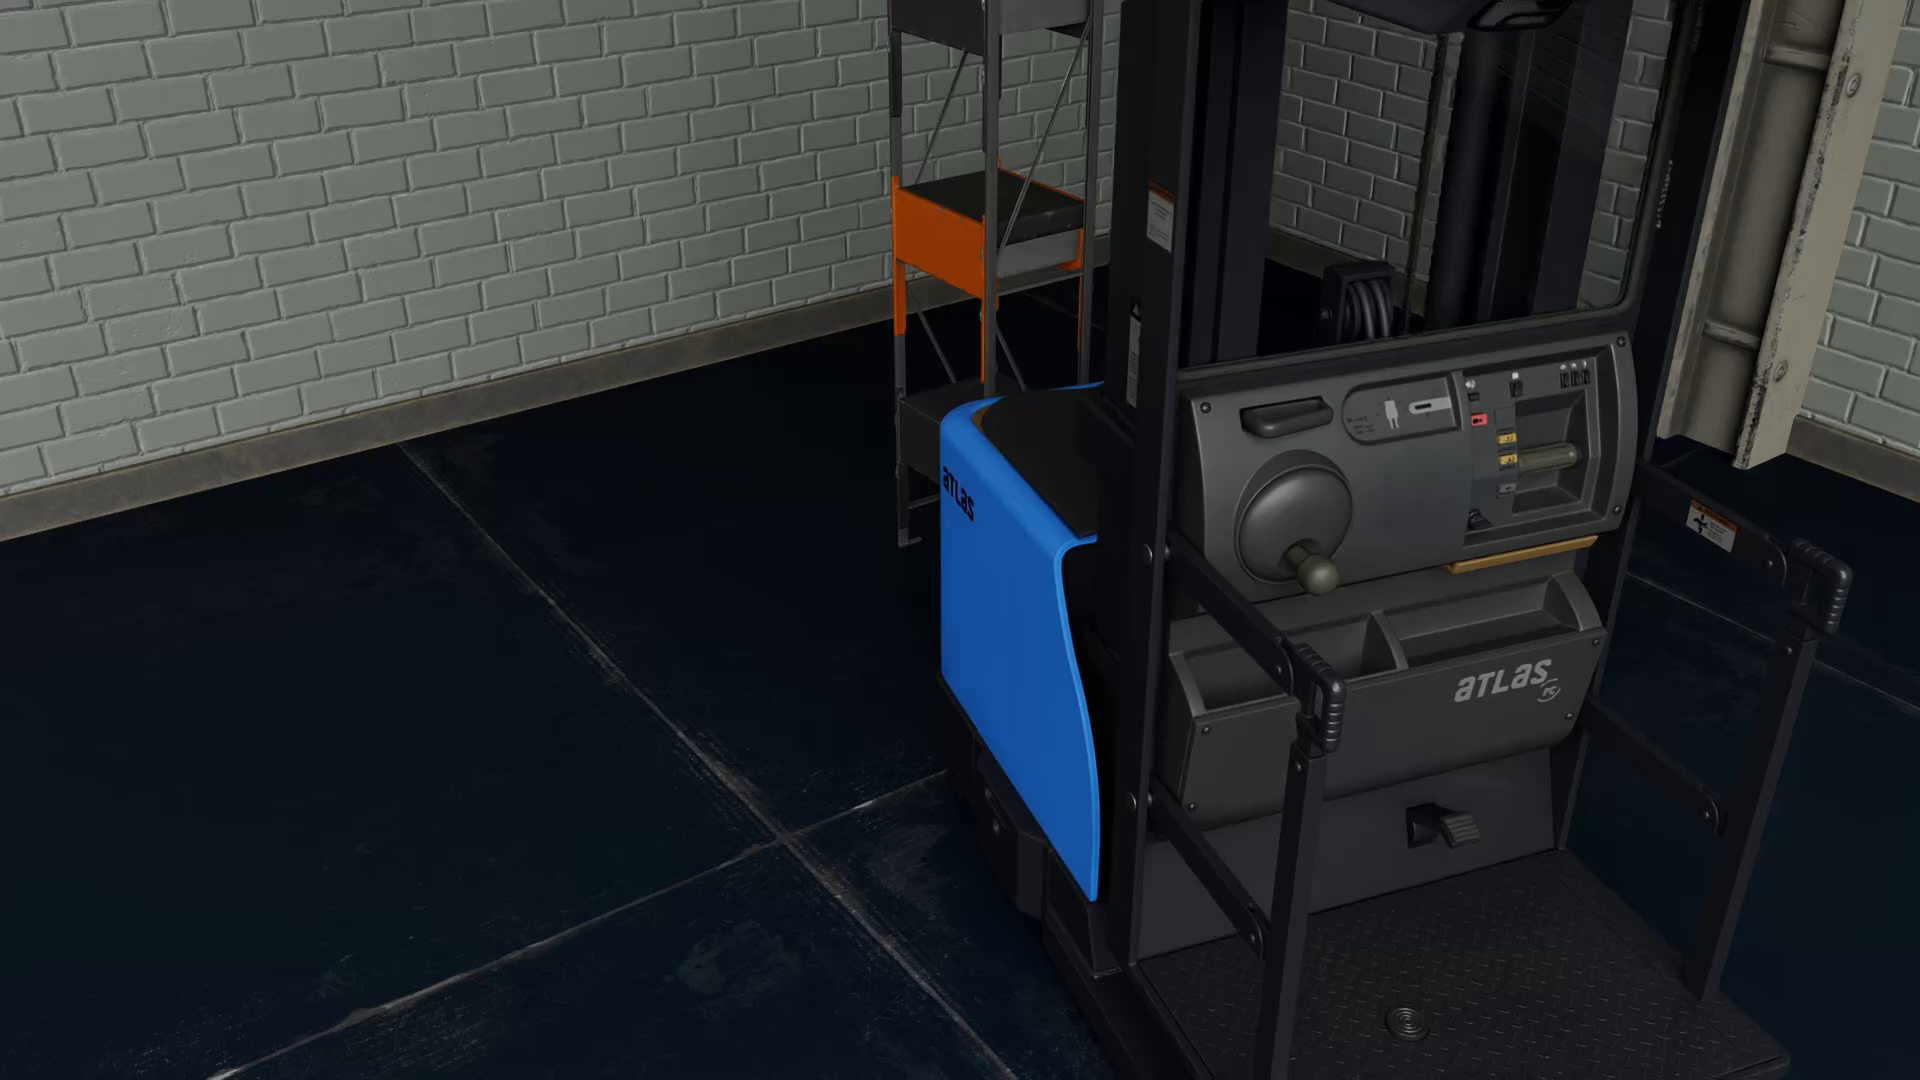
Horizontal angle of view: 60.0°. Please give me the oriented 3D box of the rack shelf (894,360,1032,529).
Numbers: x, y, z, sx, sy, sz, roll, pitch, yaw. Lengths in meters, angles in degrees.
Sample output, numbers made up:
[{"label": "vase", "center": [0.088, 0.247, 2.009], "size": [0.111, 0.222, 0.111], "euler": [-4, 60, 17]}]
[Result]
[{"label": "rack shelf", "center": [0.096, -0.231, 5.471], "size": [0.431, 0.518, 0.480], "euler": [-19, 34, -31]}]

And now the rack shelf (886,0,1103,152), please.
[{"label": "rack shelf", "center": [0.096, -1.462, 4.803], "size": [0.431, 0.518, 0.480], "euler": [-19, 34, -31]}]

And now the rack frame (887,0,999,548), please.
[{"label": "rack frame", "center": [-0.046, -0.953, 5.305], "size": [0.400, 2.100, 0.015], "euler": [-19, 34, -31]}]

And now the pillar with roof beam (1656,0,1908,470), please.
[{"label": "pillar with roof beam", "center": [-0.559, -3.143, 2.108], "size": [9.100, 9.000, 0.400], "euler": [-19, 34, -31]}]

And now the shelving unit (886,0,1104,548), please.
[{"label": "shelving unit", "center": [0.096, -0.858, 5.130], "size": [0.431, 2.100, 0.503], "euler": [-19, 34, -31]}]

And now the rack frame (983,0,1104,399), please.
[{"label": "rack frame", "center": [0.238, -0.763, 4.956], "size": [0.400, 2.100, 0.015], "euler": [-19, 34, -31]}]

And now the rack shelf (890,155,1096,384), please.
[{"label": "rack shelf", "center": [0.096, -0.846, 5.137], "size": [0.431, 0.518, 0.480], "euler": [-19, 34, -31]}]

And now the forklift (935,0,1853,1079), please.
[{"label": "forklift", "center": [0.922, -0.104, 2.870], "size": [1.130, 2.935, 3.031], "euler": [-10, 30, -18]}]
